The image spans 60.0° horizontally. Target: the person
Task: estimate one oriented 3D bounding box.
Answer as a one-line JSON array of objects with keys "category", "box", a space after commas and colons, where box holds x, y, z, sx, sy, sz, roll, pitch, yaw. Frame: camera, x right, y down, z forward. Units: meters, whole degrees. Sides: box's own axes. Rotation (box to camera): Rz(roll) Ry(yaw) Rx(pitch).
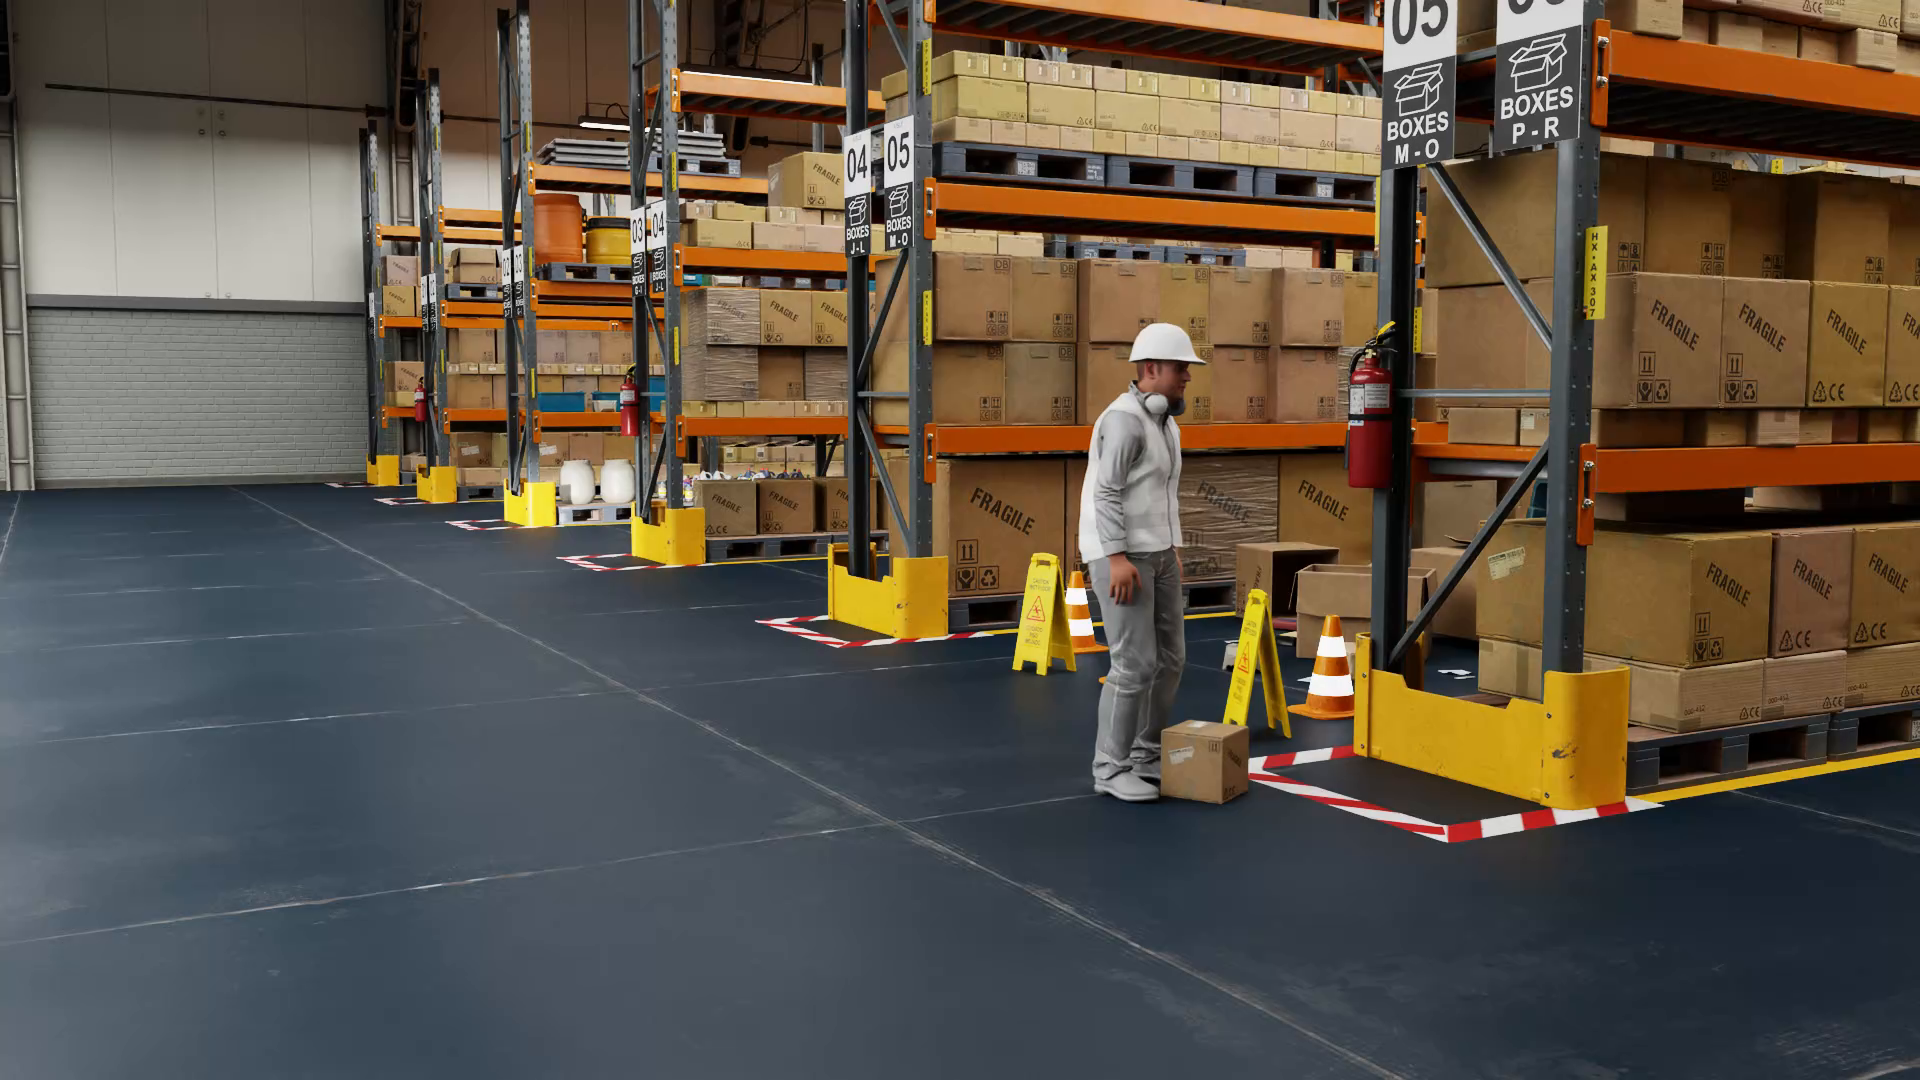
[{"category": "person", "box": [0.697, 0.066, 6.345, 0.465, 1.769, 0.583, 3, 6, 31]}]
